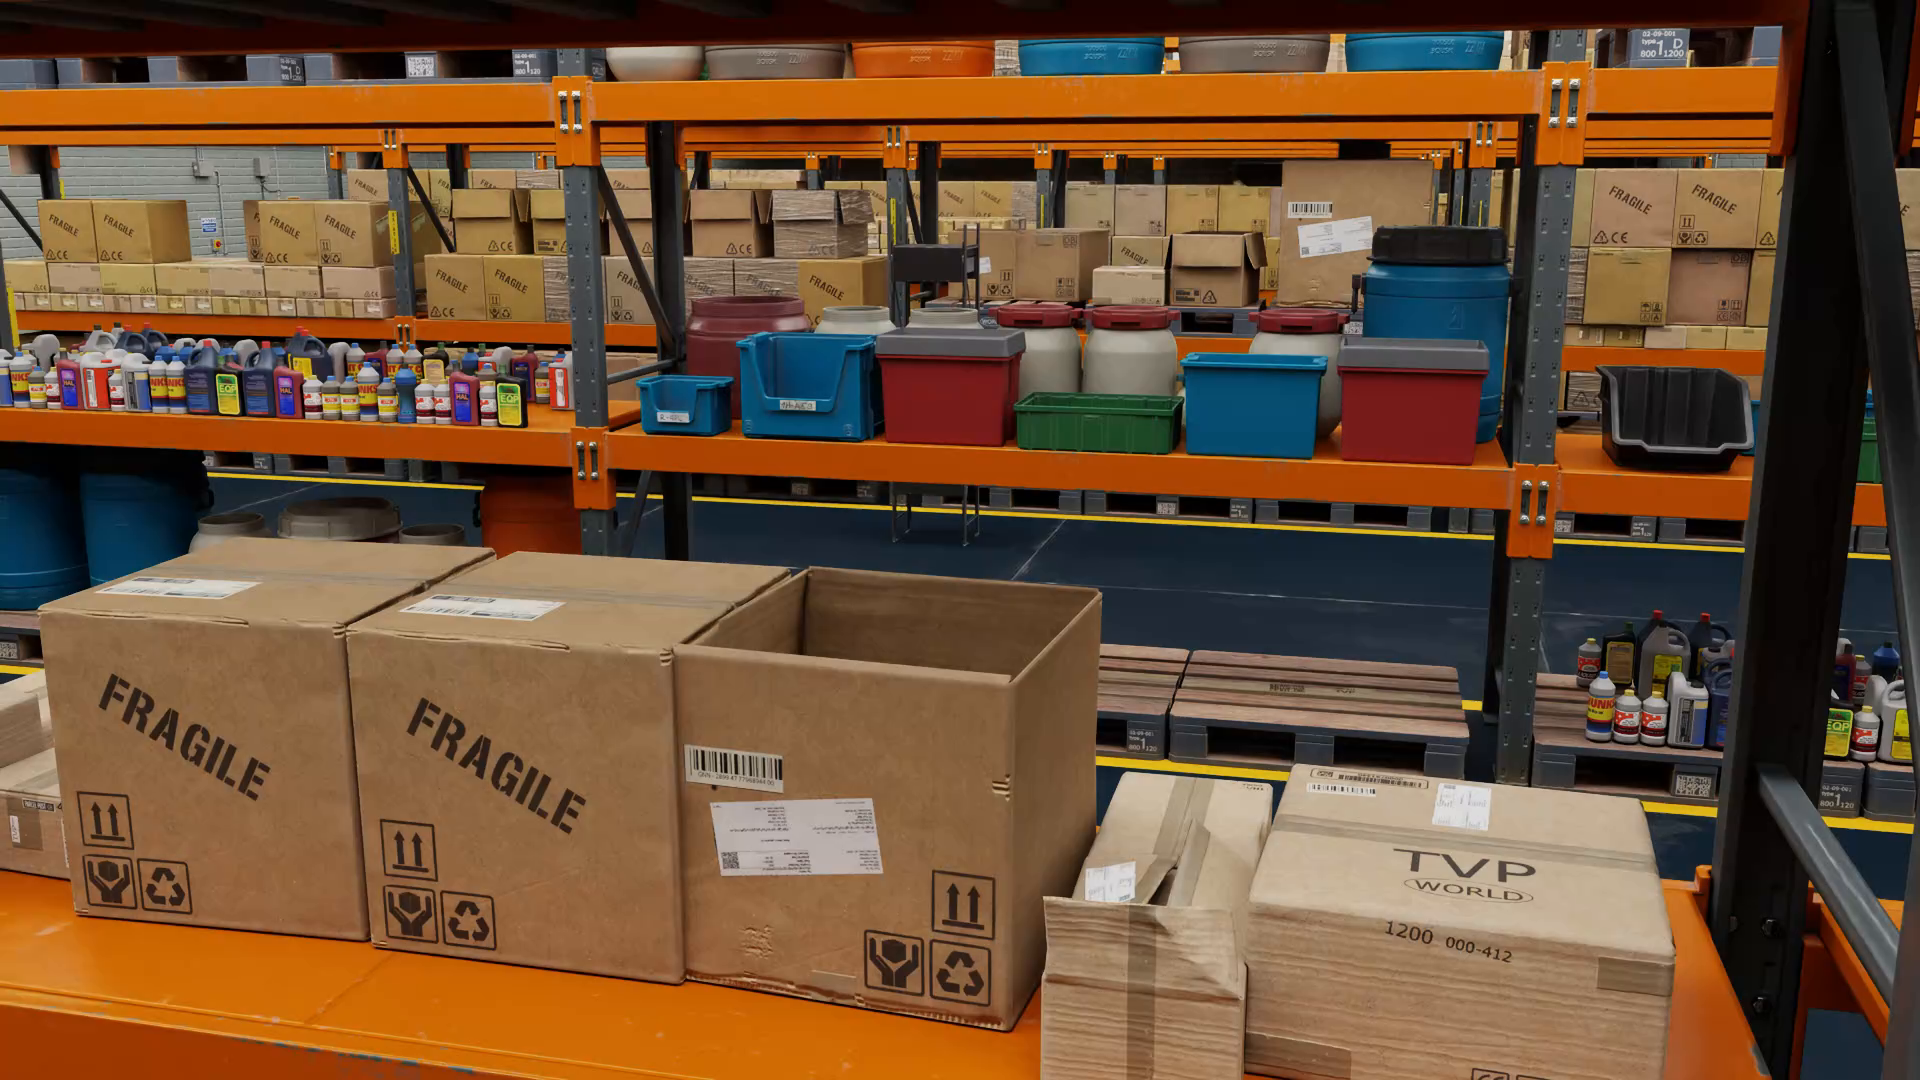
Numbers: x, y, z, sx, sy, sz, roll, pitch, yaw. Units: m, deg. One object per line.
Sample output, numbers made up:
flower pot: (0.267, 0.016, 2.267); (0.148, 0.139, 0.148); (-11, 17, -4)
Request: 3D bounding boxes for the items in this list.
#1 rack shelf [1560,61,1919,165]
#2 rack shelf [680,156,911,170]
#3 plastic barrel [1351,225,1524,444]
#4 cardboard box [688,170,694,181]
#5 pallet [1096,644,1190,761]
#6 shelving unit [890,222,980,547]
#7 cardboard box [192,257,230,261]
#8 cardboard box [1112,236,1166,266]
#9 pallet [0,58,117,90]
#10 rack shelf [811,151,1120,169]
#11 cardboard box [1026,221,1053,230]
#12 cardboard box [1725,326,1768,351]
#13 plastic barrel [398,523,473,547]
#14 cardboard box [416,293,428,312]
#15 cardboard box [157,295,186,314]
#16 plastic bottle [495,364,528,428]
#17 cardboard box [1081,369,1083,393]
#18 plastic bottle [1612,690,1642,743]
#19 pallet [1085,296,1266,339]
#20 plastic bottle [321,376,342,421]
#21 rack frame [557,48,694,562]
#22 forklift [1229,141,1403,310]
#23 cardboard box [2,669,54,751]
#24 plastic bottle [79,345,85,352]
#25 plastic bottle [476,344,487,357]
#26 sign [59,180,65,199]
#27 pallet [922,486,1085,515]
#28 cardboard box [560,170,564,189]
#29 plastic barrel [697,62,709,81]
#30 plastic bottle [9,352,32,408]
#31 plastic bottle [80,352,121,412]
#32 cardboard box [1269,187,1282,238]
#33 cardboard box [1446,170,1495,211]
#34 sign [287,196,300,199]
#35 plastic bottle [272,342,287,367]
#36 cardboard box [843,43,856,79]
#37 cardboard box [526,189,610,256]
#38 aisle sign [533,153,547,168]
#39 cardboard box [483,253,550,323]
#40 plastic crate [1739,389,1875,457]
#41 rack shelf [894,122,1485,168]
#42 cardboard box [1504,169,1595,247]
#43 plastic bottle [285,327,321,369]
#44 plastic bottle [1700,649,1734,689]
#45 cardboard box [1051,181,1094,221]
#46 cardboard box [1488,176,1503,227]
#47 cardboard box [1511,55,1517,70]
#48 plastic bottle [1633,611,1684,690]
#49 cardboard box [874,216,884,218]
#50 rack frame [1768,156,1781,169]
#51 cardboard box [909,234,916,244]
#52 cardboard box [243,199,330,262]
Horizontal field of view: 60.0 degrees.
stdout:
rack shelf: (4.293, -1.578, 6.158); (4.000, 0.370, 1.077); (3, 13, 14)
rack shelf: (-2.610, -6.371, 27.758); (4.000, 0.370, 1.077); (3, 13, 14)
plastic barrel: (2.049, -0.897, 7.196); (0.708, 0.901, 0.600); (3, 13, 14)
cardboard box: (-3.698, -5.002, 22.815); (0.250, 0.149, 0.380); (3, 13, 14)
pallet: (0.392, 0.697, 7.605); (1.213, 0.211, 1.003); (3, 13, 14)
shelving unit: (-0.161, -1.034, 11.045); (0.503, 2.100, 0.431); (3, 13, 14)
cardboard box: (-6.592, -2.283, 14.259); (0.500, 0.250, 0.500); (3, 13, 12)
cardboard box: (1.807, -2.799, 16.693); (0.500, 0.500, 0.500); (3, 13, 13)
pallet: (-4.631, -2.336, 8.349); (1.003, 0.211, 1.213); (3, 13, 14)
rack shelf: (0.088, -5.119, 22.117); (4.000, 0.370, 1.077); (3, 13, 14)
cardboard box: (0.999, -4.070, 21.847); (0.500, 0.250, 0.500); (3, 13, 12)
cardboard box: (5.135, -1.338, 10.921); (0.250, 0.149, 0.380); (3, 13, 14)
plastic barrel: (-2.581, 0.201, 8.178); (0.421, 0.512, 0.421); (0, 13, 0)
cardboard box: (-4.436, -1.988, 13.851); (0.250, 0.149, 0.380); (3, 13, 14)
cardboard box: (-6.353, -1.943, 13.647); (0.250, 0.149, 0.380); (3, 13, 12)
plastic bottle: (-2.027, -0.651, 7.512); (0.133, 0.283, 0.061); (3, 13, 14)
cardboard box: (0.830, -1.125, 12.402); (0.500, 0.250, 0.500); (5, 13, 20)
plastic bottle: (2.655, 0.696, 6.615); (0.097, 0.201, 0.097); (0, 13, 0)
pallet: (1.587, -1.630, 12.100); (1.213, 0.211, 1.003); (3, 13, 14)
plastic bottle: (-2.926, -0.663, 7.755); (0.097, 0.201, 0.097); (0, 13, 0)
rack frame: (-1.532, -0.777, 7.809); (0.127, 3.000, 1.000); (3, 13, 14)
forklift: (2.639, -1.962, 13.310); (3.031, 2.935, 1.130); (3, 13, 12)
cardboard box: (-1.783, 0.376, 3.193); (0.250, 0.149, 0.380); (3, 13, 14)
plastic bottle: (-4.601, -0.952, 8.886); (0.135, 0.276, 0.152); (3, 13, 14)
plastic bottle: (-2.443, -0.851, 8.412); (0.133, 0.283, 0.061); (3, 13, 14)
sign: (-7.969, -3.028, 14.734); (0.005, 0.325, 0.100); (3, 13, 14)
pallet: (0.413, -0.416, 12.621); (1.213, 0.211, 1.003); (3, 13, 14)
cardboard box: (-3.966, -3.739, 17.935); (0.500, 0.500, 0.500); (3, 13, 12)
plastic barrel: (-1.280, -2.163, 7.491); (0.294, 0.245, 0.294); (0, 13, 0)
plastic bottle: (-4.596, -0.786, 8.150); (0.097, 0.271, 0.097); (0, 13, 0)
plastic bottle: (-4.158, -0.771, 8.072); (0.135, 0.276, 0.152); (3, 13, 14)
cardboard box: (3.351, -3.262, 16.474); (0.500, 0.500, 0.700); (3, 13, 14)
cardboard box: (6.288, -4.308, 20.501); (0.500, 0.500, 0.700); (3, 13, 13)
sign: (-10.787, -5.441, 26.928); (0.001, 0.242, 0.339); (3, 13, 14)
plastic bottle: (-3.521, -0.885, 8.593); (0.097, 0.271, 0.097); (0, 13, 0)
cardboard box: (-0.955, -3.554, 12.196); (0.637, 0.503, 0.797); (4, 13, 17)
cardboard box: (-2.943, -2.495, 13.006); (0.637, 0.503, 0.797); (3, 13, 14)
aisle sign: (-5.877, -5.529, 23.228); (0.004, 0.787, 0.394); (3, 13, 14)
cardboard box: (-3.354, -1.972, 12.967); (0.500, 0.500, 0.500); (3, 13, 14)
plastic crate: (3.491, -0.496, 6.888); (0.616, 0.251, 0.499); (3, 13, 14)
rack shelf: (1.597, -2.828, 11.788); (4.000, 0.370, 1.077); (3, 13, 14)
cardboard box: (3.914, -2.216, 11.070); (0.500, 0.500, 0.500); (3, 13, 14)
plastic bottle: (-3.375, -0.924, 8.587); (0.185, 0.351, 0.144); (3, 13, 14)
plastic bottle: (3.070, 0.608, 6.667); (0.185, 0.351, 0.144); (3, 13, 14)
cardboard box: (1.465, -4.411, 21.650); (0.500, 0.500, 0.500); (3, 13, 12)
cardboard box: (5.175, -3.222, 15.993); (0.550, 0.550, 0.875); (3, 13, 14)
cardboard box: (3.923, -3.240, 11.414); (0.250, 0.149, 0.380); (3, 13, 15)
plastic bottle: (3.046, 0.482, 7.235); (0.185, 0.351, 0.144); (3, 13, 12)
cardboard box: (-0.979, -3.375, 17.758); (0.250, 0.149, 0.380); (3, 13, 13)
rack frame: (9.796, -3.487, 20.025); (0.127, 3.000, 1.000); (3, 13, 14)
cardboard box: (-0.406, -3.053, 16.993); (0.250, 0.149, 0.380); (3, 13, 14)
cardboard box: (-5.615, -2.596, 13.936); (0.500, 0.500, 0.500); (3, 13, 12)
